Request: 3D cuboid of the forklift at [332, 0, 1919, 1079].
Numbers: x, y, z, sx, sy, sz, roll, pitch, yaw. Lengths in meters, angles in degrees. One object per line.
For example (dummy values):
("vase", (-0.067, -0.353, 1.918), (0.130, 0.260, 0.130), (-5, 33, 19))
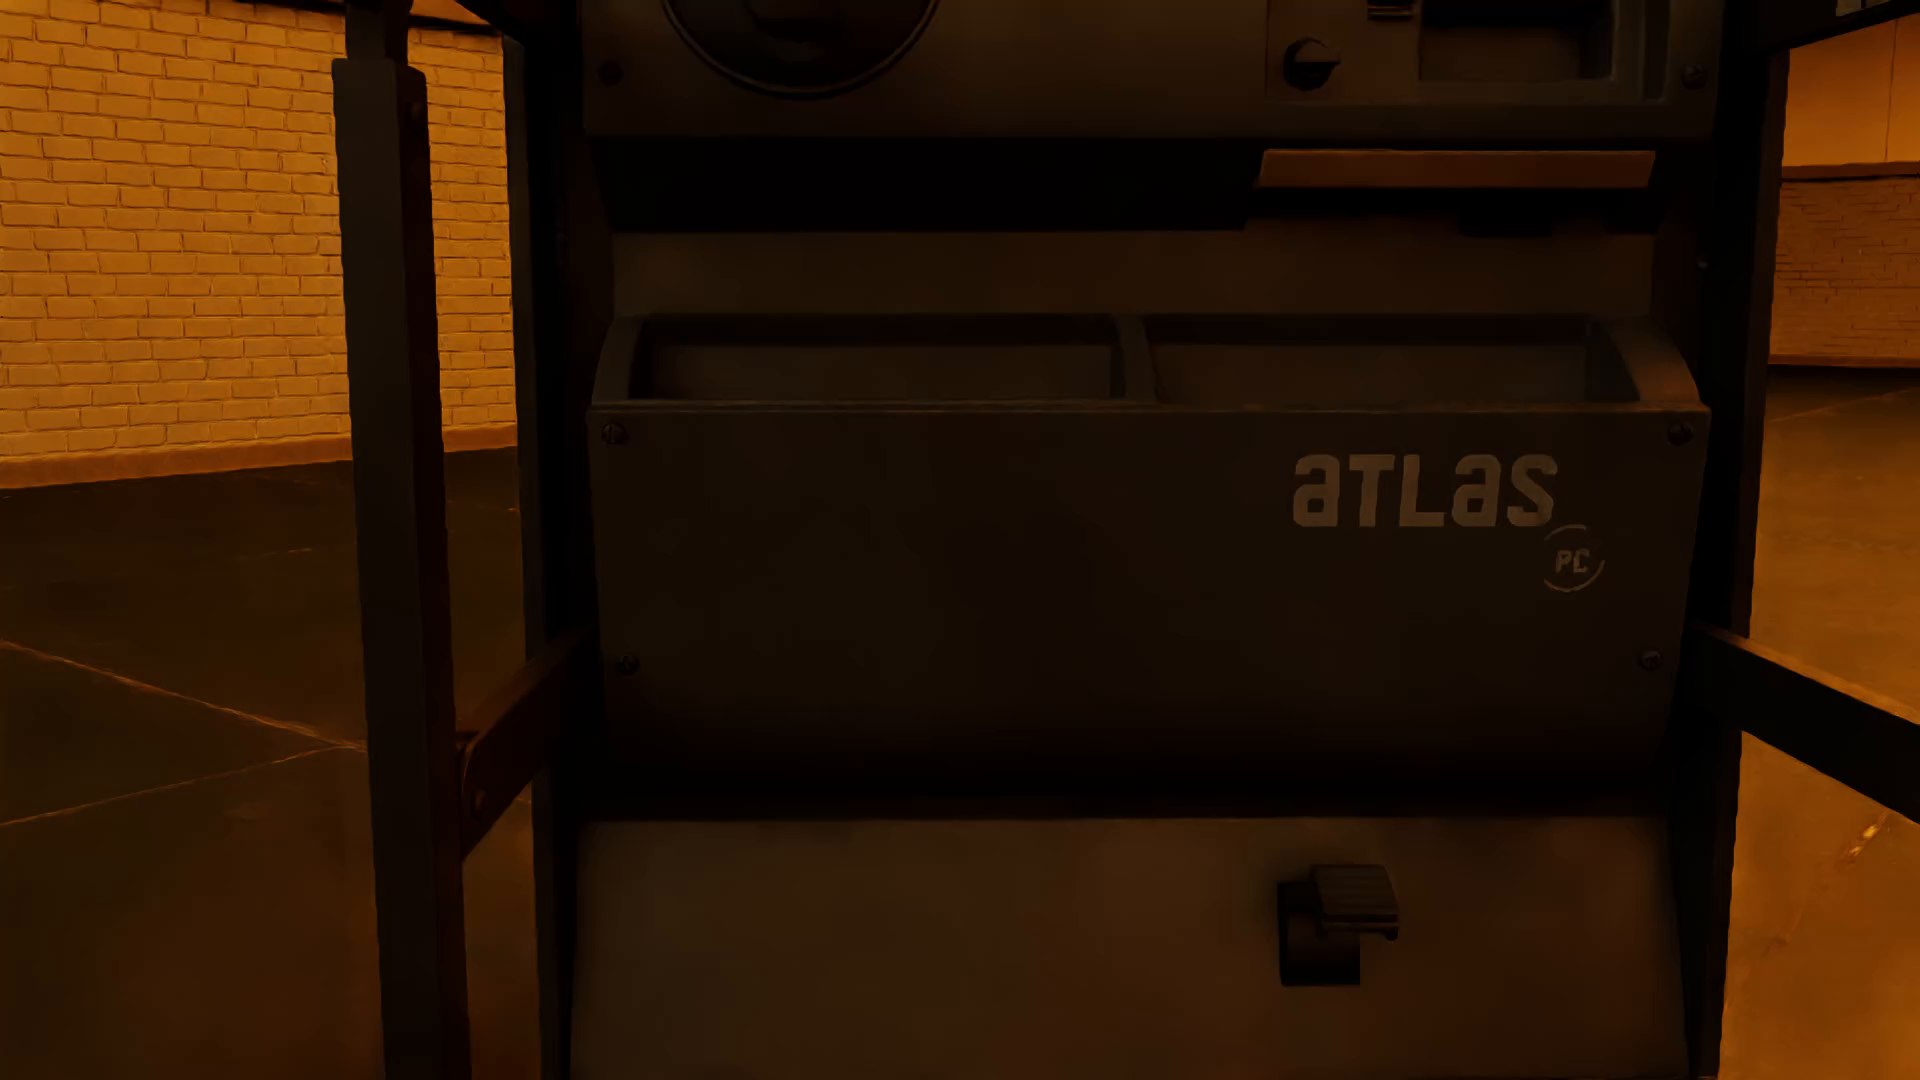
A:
("forklift", (0.163, -0.568, 1.164), (1.130, 2.935, 3.031), (0, 8, -1))
